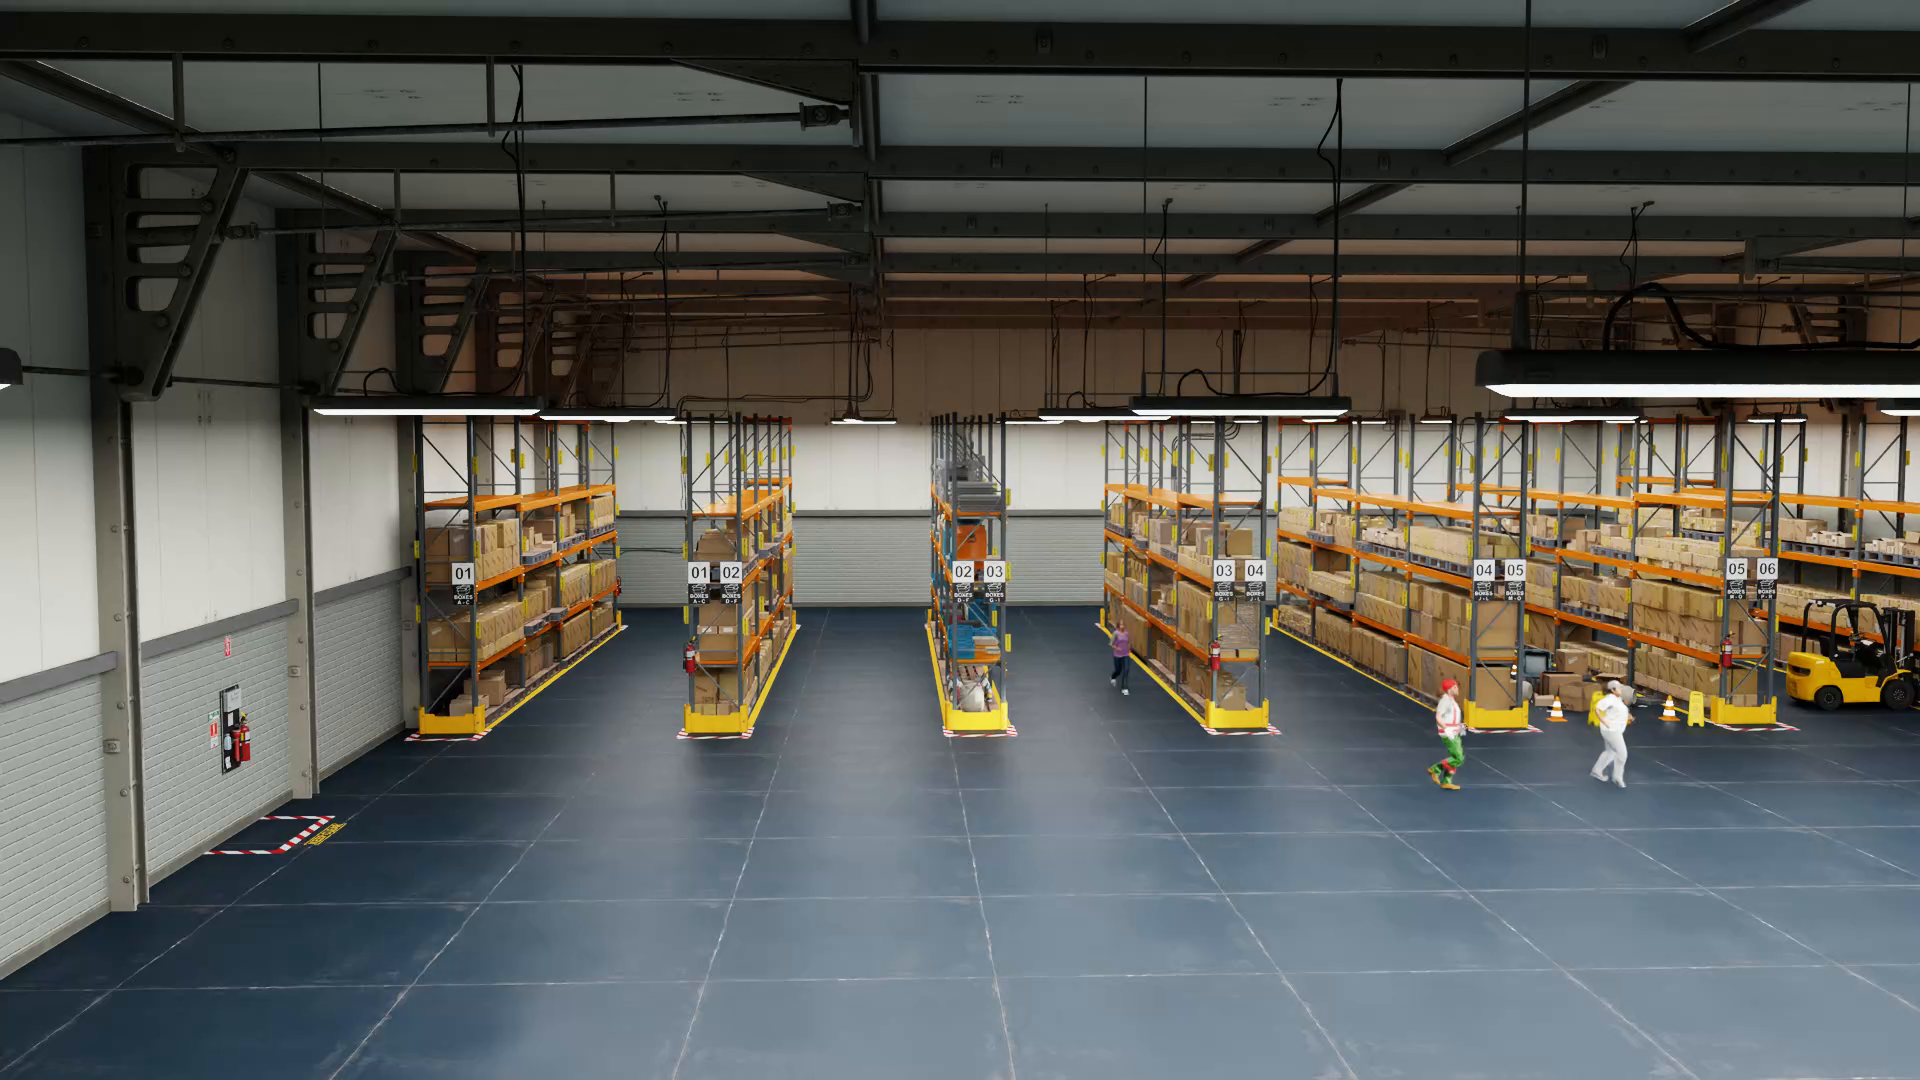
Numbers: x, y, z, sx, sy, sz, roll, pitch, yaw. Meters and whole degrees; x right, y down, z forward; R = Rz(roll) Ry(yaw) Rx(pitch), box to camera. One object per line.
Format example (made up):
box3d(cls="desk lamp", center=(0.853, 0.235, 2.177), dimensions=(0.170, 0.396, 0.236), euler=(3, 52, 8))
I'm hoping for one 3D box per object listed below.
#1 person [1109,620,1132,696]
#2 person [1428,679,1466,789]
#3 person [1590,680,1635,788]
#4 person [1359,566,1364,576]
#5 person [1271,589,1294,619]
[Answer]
box3d(cls="person", center=(3.450, 2.500, 35.682), dimensions=(0.538, 1.590, 0.839), euler=(-1, 4, -16))
box3d(cls="person", center=(7.691, 3.064, 26.256), dimensions=(0.548, 1.745, 0.652), euler=(2, 4, 26))
box3d(cls="person", center=(10.423, 3.103, 26.586), dimensions=(0.671, 1.736, 0.592), euler=(3, 5, 34))
box3d(cls="person", center=(11.906, 1.589, 49.132), dimensions=(0.740, 1.638, 0.613), euler=(0, 4, -2))
box3d(cls="person", center=(9.587, 1.523, 49.115), dimensions=(0.850, 1.722, 0.688), euler=(1, 4, 19))
